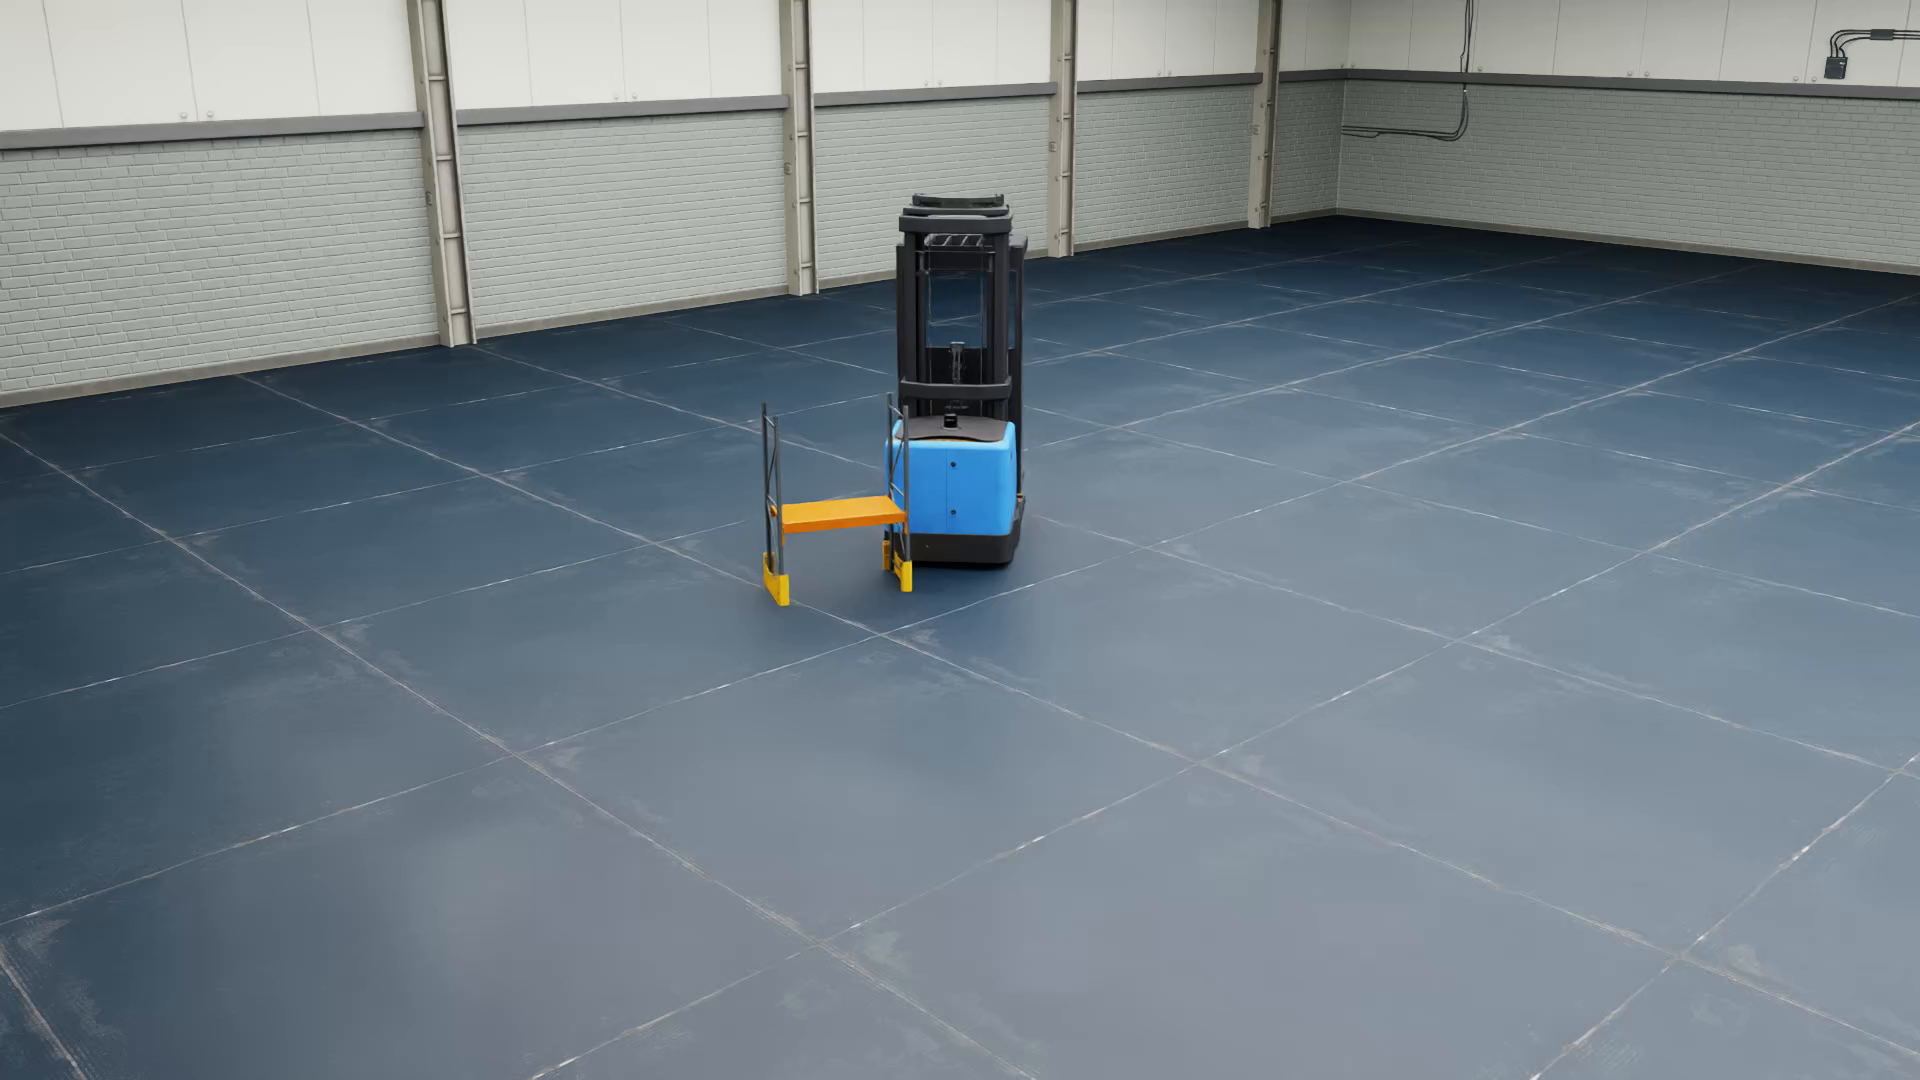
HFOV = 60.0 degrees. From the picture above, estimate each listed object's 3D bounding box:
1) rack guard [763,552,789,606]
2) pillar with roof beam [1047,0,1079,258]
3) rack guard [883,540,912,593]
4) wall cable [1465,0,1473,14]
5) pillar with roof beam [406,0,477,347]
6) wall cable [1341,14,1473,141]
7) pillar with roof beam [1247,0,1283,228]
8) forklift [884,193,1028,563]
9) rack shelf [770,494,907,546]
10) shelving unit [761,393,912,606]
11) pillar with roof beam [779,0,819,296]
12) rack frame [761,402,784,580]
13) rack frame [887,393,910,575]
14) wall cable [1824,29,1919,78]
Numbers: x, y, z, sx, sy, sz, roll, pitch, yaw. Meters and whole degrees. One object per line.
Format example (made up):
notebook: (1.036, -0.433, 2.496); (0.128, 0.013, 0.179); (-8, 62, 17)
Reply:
rack guard: (-1.453, 0.306, 13.136); (0.087, 0.250, 0.587); (-6, 19, -17)
pillar with roof beam: (4.803, -8.550, 26.265); (0.400, 9.000, 9.100); (-16, 24, -41)
rack guard: (-0.507, 0.210, 13.432); (0.087, 0.250, 0.587); (-6, 19, -17)
wall cable: (11.112, -11.433, 32.004); (0.112, 2.526, 3.097); (-16, 24, -41)
pillar with roof beam: (-3.917, -6.007, 18.423); (0.400, 9.000, 9.100); (-16, 24, -41)
wall cable: (9.254, -9.637, 34.652); (0.112, 2.526, 3.097); (-16, 24, -41)
pillar with roof beam: (9.162, -9.822, 30.187); (0.400, 9.000, 9.100); (-16, 24, -41)
forklift: (0.020, -1.611, 14.701); (1.130, 2.935, 3.031); (2, 18, 5)
rack shelf: (-0.971, -0.166, 13.149); (1.000, 0.185, 0.538); (-6, 19, -17)
shelving unit: (-0.980, -0.337, 13.091); (1.083, 1.500, 0.587); (-6, 19, -17)
pillar with roof beam: (0.443, -7.279, 22.344); (0.400, 9.000, 9.100); (-16, 24, -41)
rack frame: (-1.454, -0.288, 12.942); (0.032, 1.500, 0.500); (-6, 19, -17)
rack frame: (-0.488, -0.387, 13.245); (0.032, 1.500, 0.500); (-6, 19, -17)
wall cable: (15.765, -10.601, 27.077); (0.169, 6.003, 2.305); (-16, 24, -41)
